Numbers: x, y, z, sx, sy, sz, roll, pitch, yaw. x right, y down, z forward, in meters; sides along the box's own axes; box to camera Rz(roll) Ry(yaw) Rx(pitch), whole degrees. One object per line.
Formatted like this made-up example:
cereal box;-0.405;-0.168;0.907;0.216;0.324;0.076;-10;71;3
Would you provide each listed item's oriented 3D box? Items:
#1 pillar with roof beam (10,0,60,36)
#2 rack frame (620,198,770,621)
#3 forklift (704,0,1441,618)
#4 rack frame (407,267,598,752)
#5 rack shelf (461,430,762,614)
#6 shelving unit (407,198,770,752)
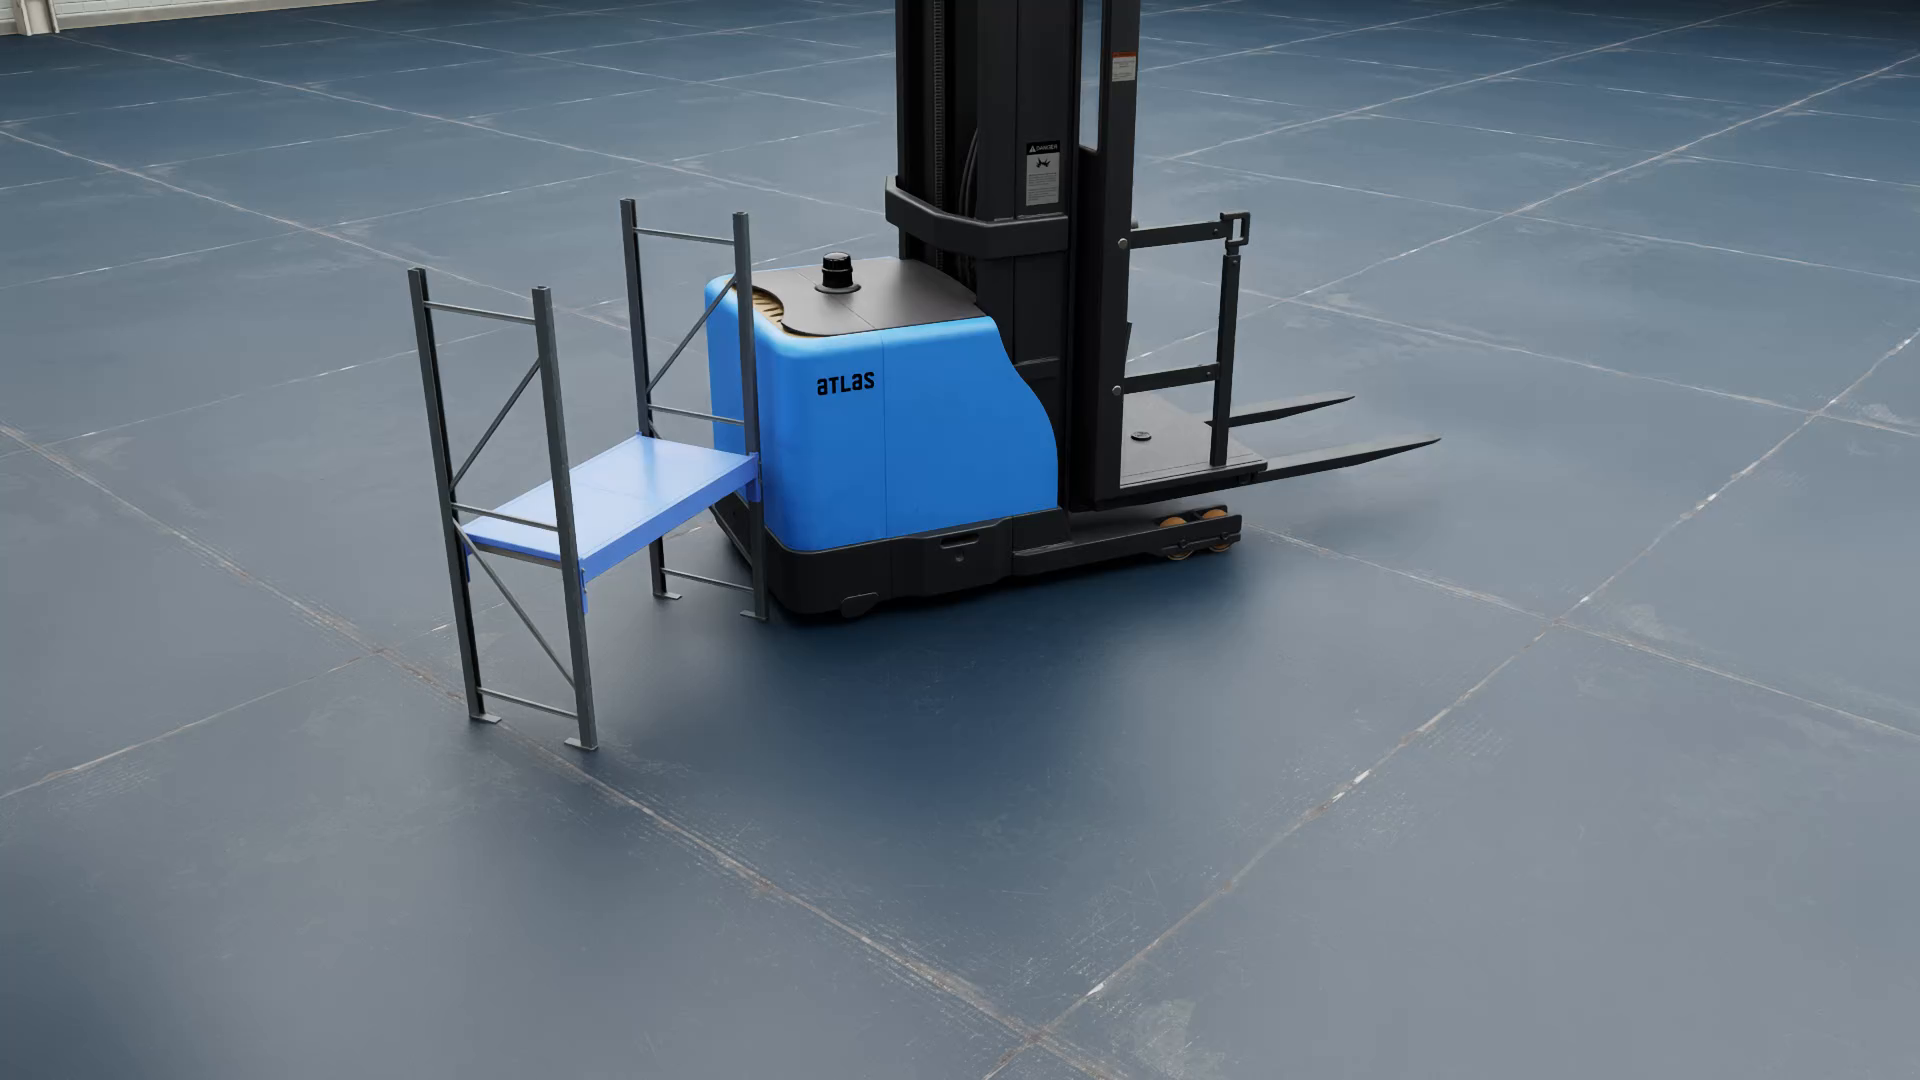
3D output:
pillar with roof beam;-8.484;-9.365;16.638;9.100;9.000;0.400;20;31;38
rack frame;-0.931;-0.438;5.893;0.500;1.500;0.032;11;27;24
forklift;0.567;-1.443;6.385;3.031;2.935;1.130;-11;26;-22
rack frame;-1.380;-0.065;5.061;0.500;1.500;0.032;11;27;24
rack shelf;-1.155;-0.087;5.551;0.538;0.185;1.000;11;27;24
shelving unit;-1.155;-0.251;5.477;0.538;1.500;1.048;11;27;24
